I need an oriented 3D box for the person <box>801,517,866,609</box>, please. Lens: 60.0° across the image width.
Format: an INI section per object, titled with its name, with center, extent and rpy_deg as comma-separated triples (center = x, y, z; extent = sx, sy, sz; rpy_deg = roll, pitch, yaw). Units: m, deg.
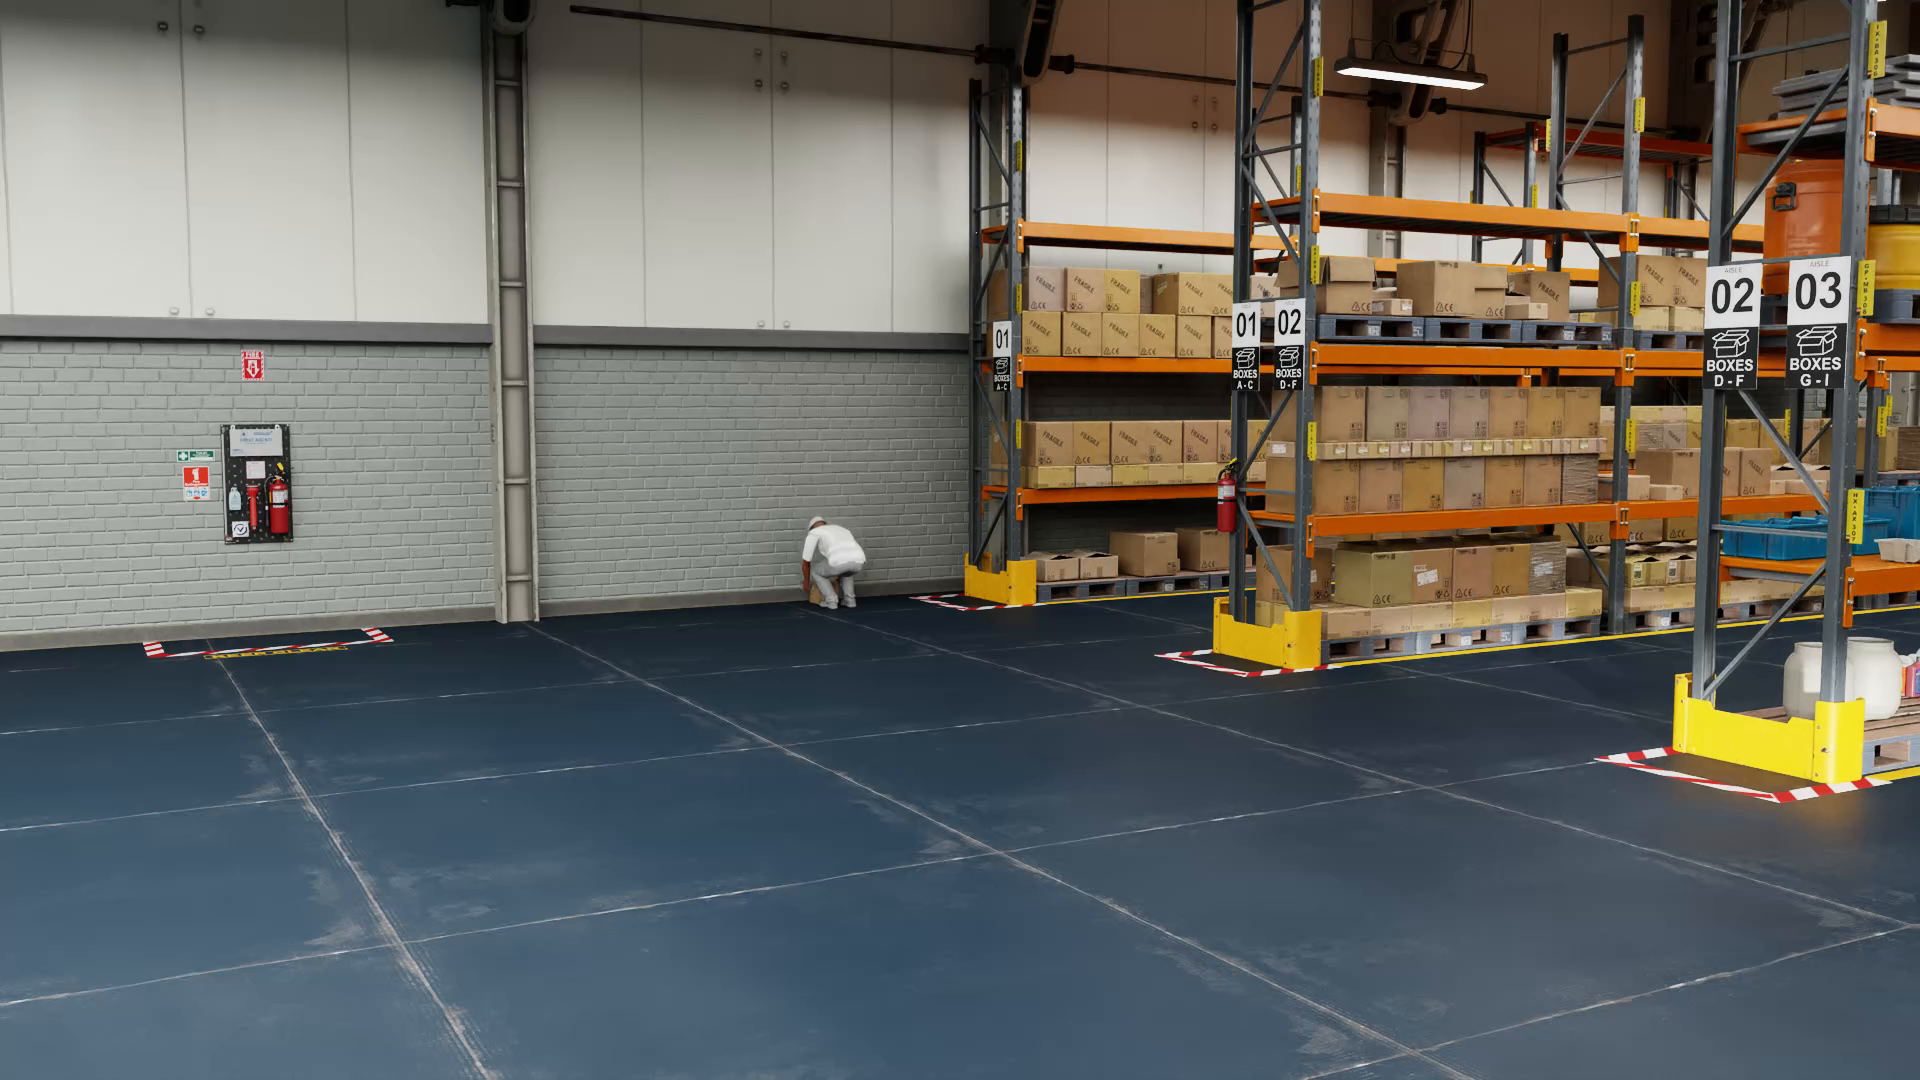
[person]
center = -1.439, 0.253, 18.690
extent = 0.585, 0.995, 0.890
rpy_deg = -3, 6, -29
